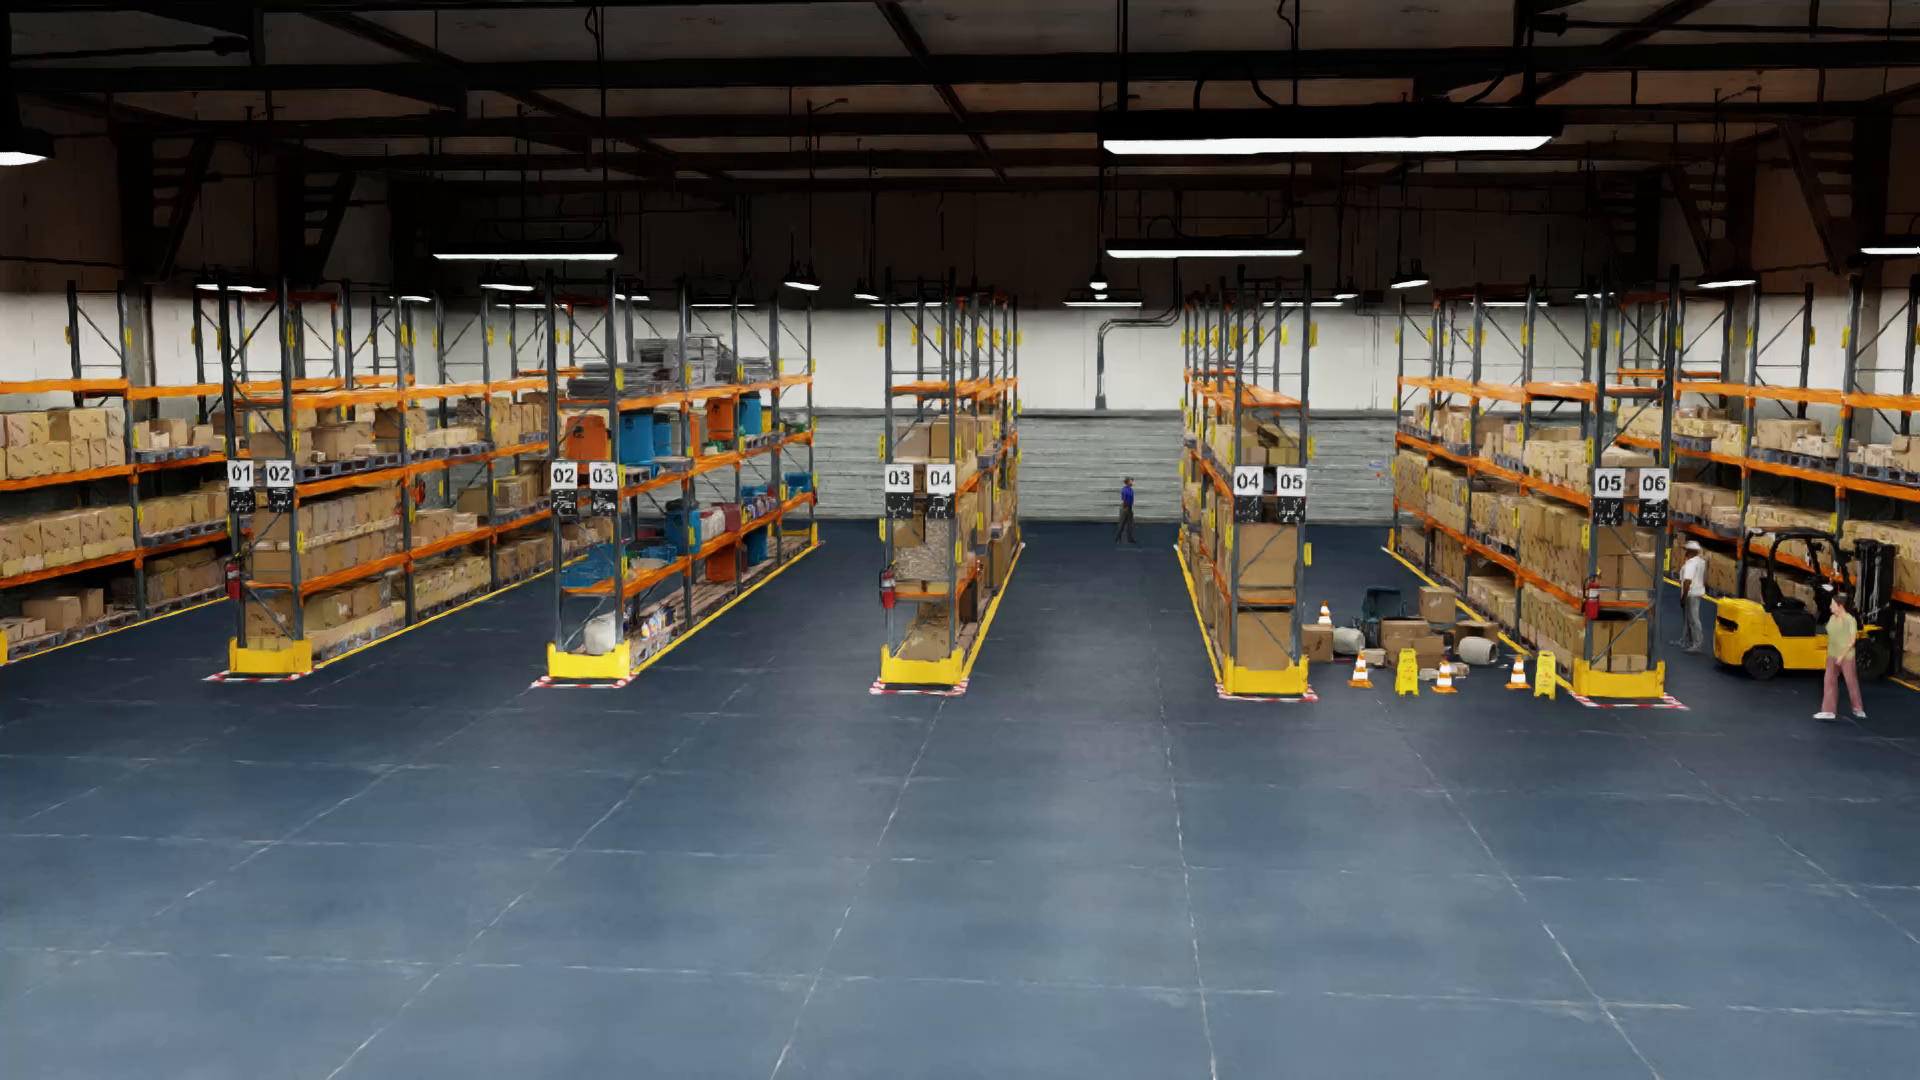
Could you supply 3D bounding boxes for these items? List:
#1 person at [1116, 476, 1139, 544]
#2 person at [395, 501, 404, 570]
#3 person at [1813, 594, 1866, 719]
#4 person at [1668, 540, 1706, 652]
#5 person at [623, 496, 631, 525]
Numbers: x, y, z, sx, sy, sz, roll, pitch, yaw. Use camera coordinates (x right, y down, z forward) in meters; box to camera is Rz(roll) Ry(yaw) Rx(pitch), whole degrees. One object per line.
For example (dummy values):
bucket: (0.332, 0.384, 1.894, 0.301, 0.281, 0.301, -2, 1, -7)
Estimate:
person: (4.054, -0.734, 40.466, 0.466, 1.662, 0.583, 4, 8, 30)
person: (-11.282, 0.076, 33.453, 0.497, 1.731, 0.588, 5, 9, 36)
person: (11.622, 1.532, 21.877, 0.700, 1.664, 0.483, -3, 8, -23)
person: (11.690, 0.877, 26.677, 0.580, 1.763, 0.673, 5, 9, 36)
person: (-9.017, -1.256, 44.479, 0.684, 1.715, 0.795, -2, 7, -14)
